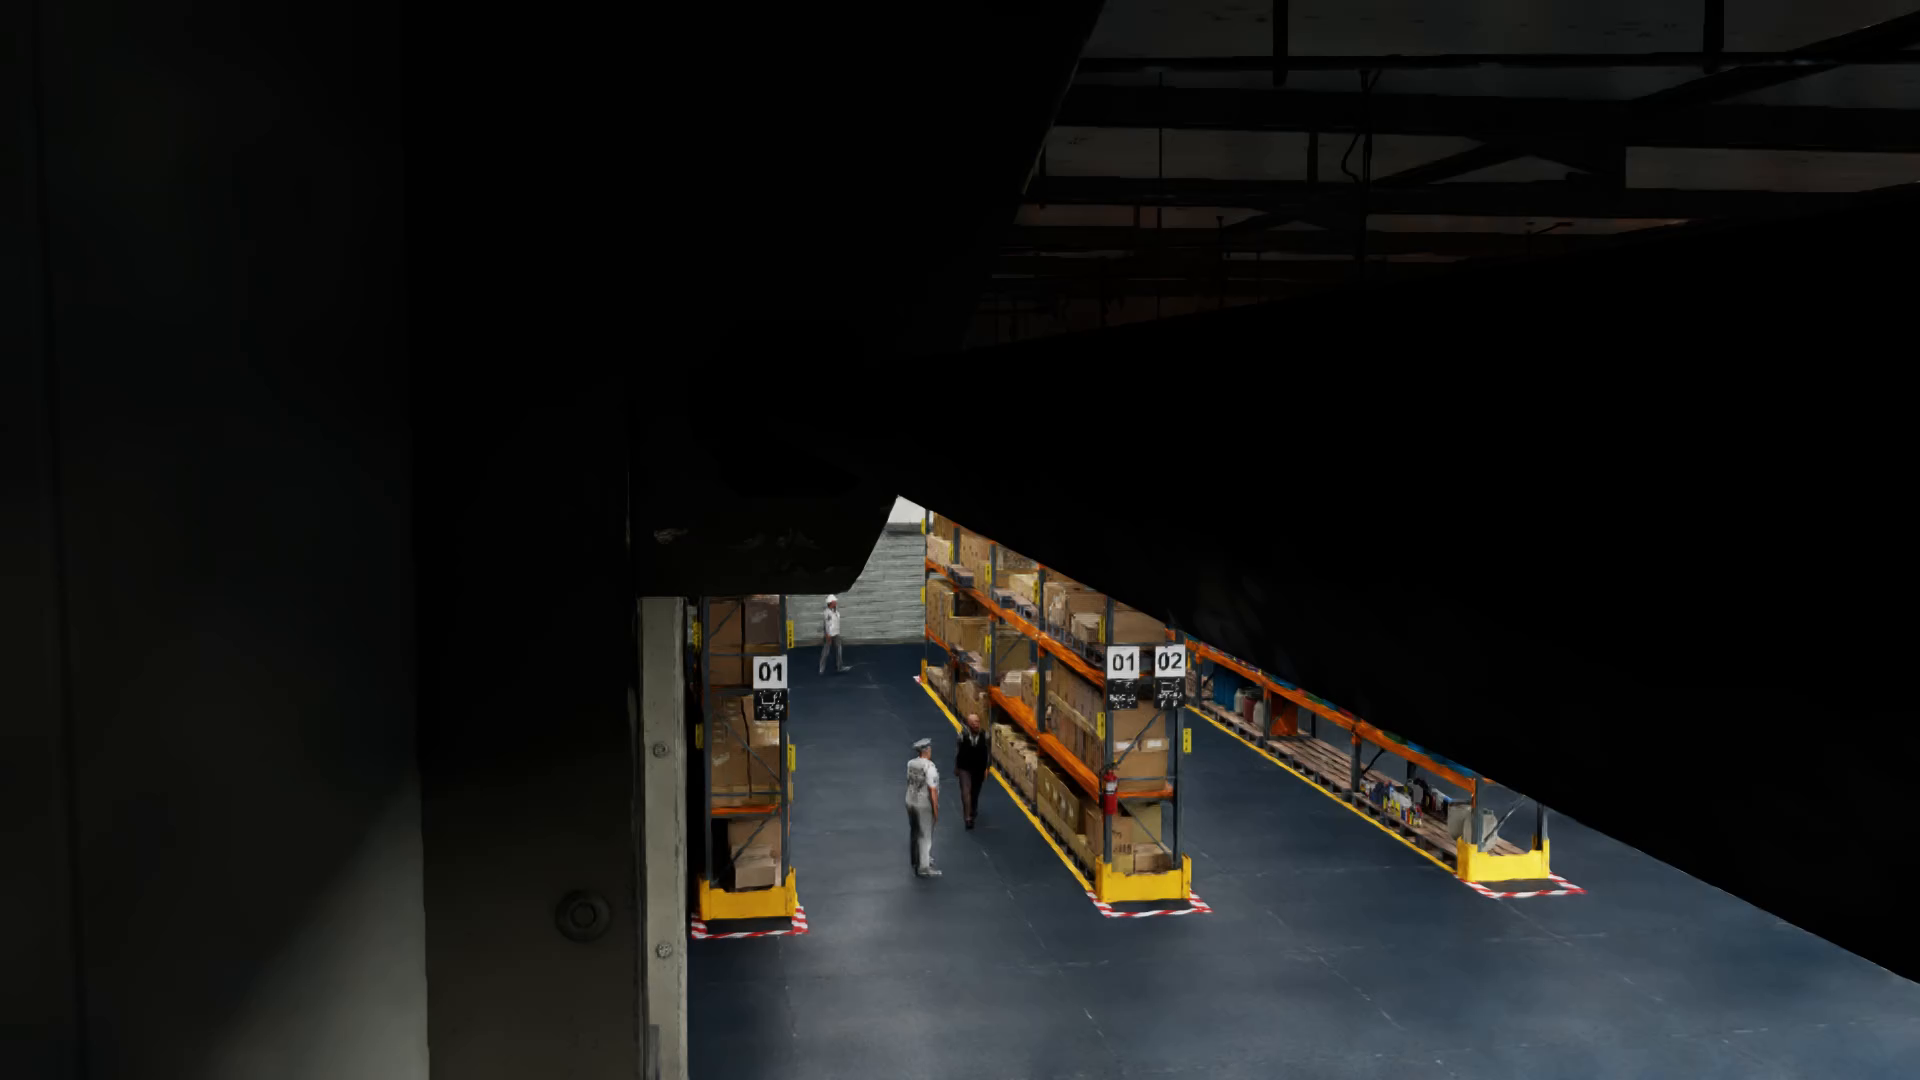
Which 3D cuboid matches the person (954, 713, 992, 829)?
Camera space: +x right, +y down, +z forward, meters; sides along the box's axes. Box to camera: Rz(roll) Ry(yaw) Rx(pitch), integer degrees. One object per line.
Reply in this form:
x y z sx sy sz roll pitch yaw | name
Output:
0.204 3.350 24.418 0.543 1.649 1.119 -1 5 -11 | person

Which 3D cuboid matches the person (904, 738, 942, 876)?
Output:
-0.458 3.504 21.986 0.490 1.768 0.628 -4 6 -39 | person

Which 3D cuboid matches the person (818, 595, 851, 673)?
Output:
-2.883 2.122 37.721 0.561 1.759 0.733 3 6 27 | person
